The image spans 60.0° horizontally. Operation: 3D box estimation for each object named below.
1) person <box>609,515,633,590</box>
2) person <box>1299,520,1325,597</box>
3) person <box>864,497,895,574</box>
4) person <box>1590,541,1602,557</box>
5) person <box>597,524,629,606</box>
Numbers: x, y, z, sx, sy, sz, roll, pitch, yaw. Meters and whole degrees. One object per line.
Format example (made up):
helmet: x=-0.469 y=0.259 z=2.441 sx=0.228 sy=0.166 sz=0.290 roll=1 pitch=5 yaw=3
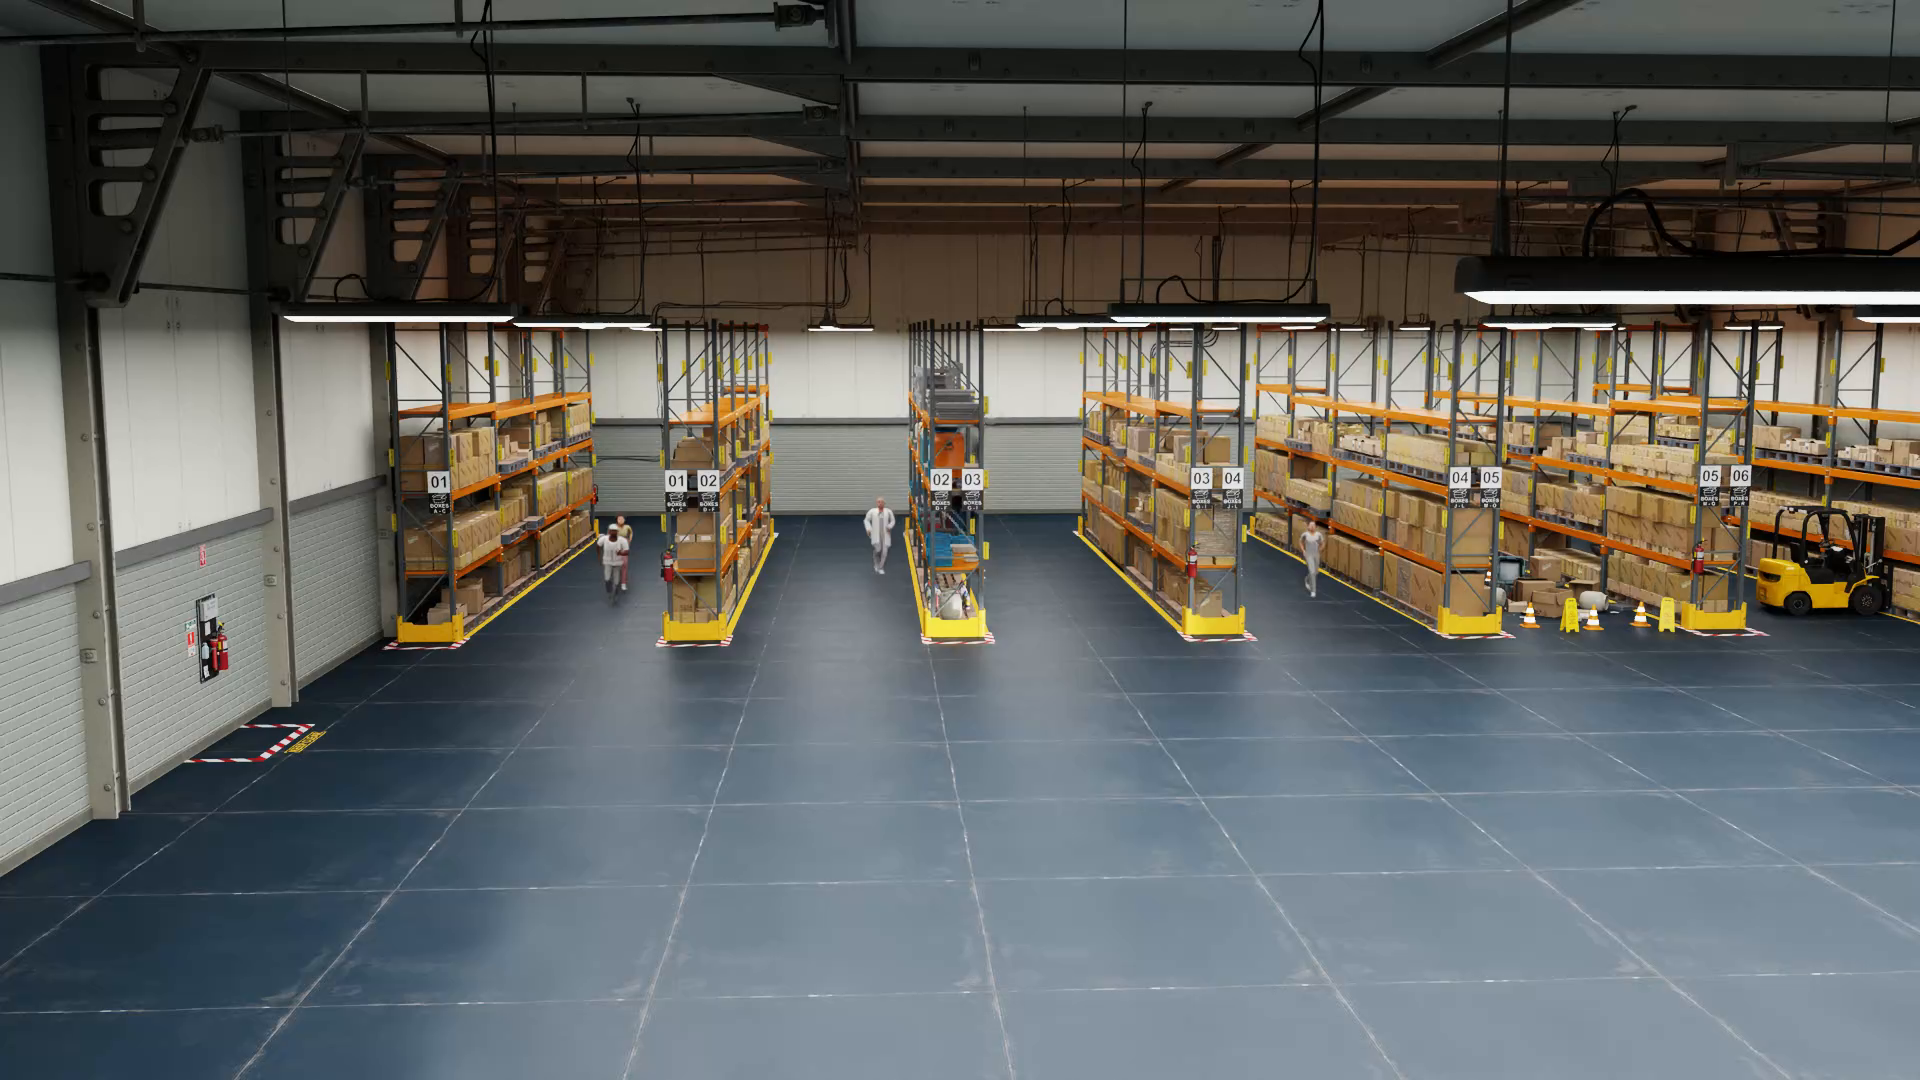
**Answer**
person: x=-7.714 y=0.247 z=37.783 sx=0.546 sy=1.670 sz=1.125 roll=-1 pitch=7 yaw=-8
person: x=7.764 y=0.385 z=36.677 sx=0.563 sy=1.666 sz=0.802 roll=0 pitch=7 yaw=0
person: x=-1.806 y=-0.095 z=37.861 sx=0.708 sy=1.742 sz=0.578 roll=-1 pitch=7 yaw=-11
person: x=15.819 y=-0.181 z=41.130 sx=0.662 sy=1.709 sz=0.805 roll=-1 pitch=7 yaw=-6
person: x=-7.327 y=0.520 z=35.128 sx=0.677 sy=1.738 sz=0.767 roll=-1 pitch=7 yaw=-11
